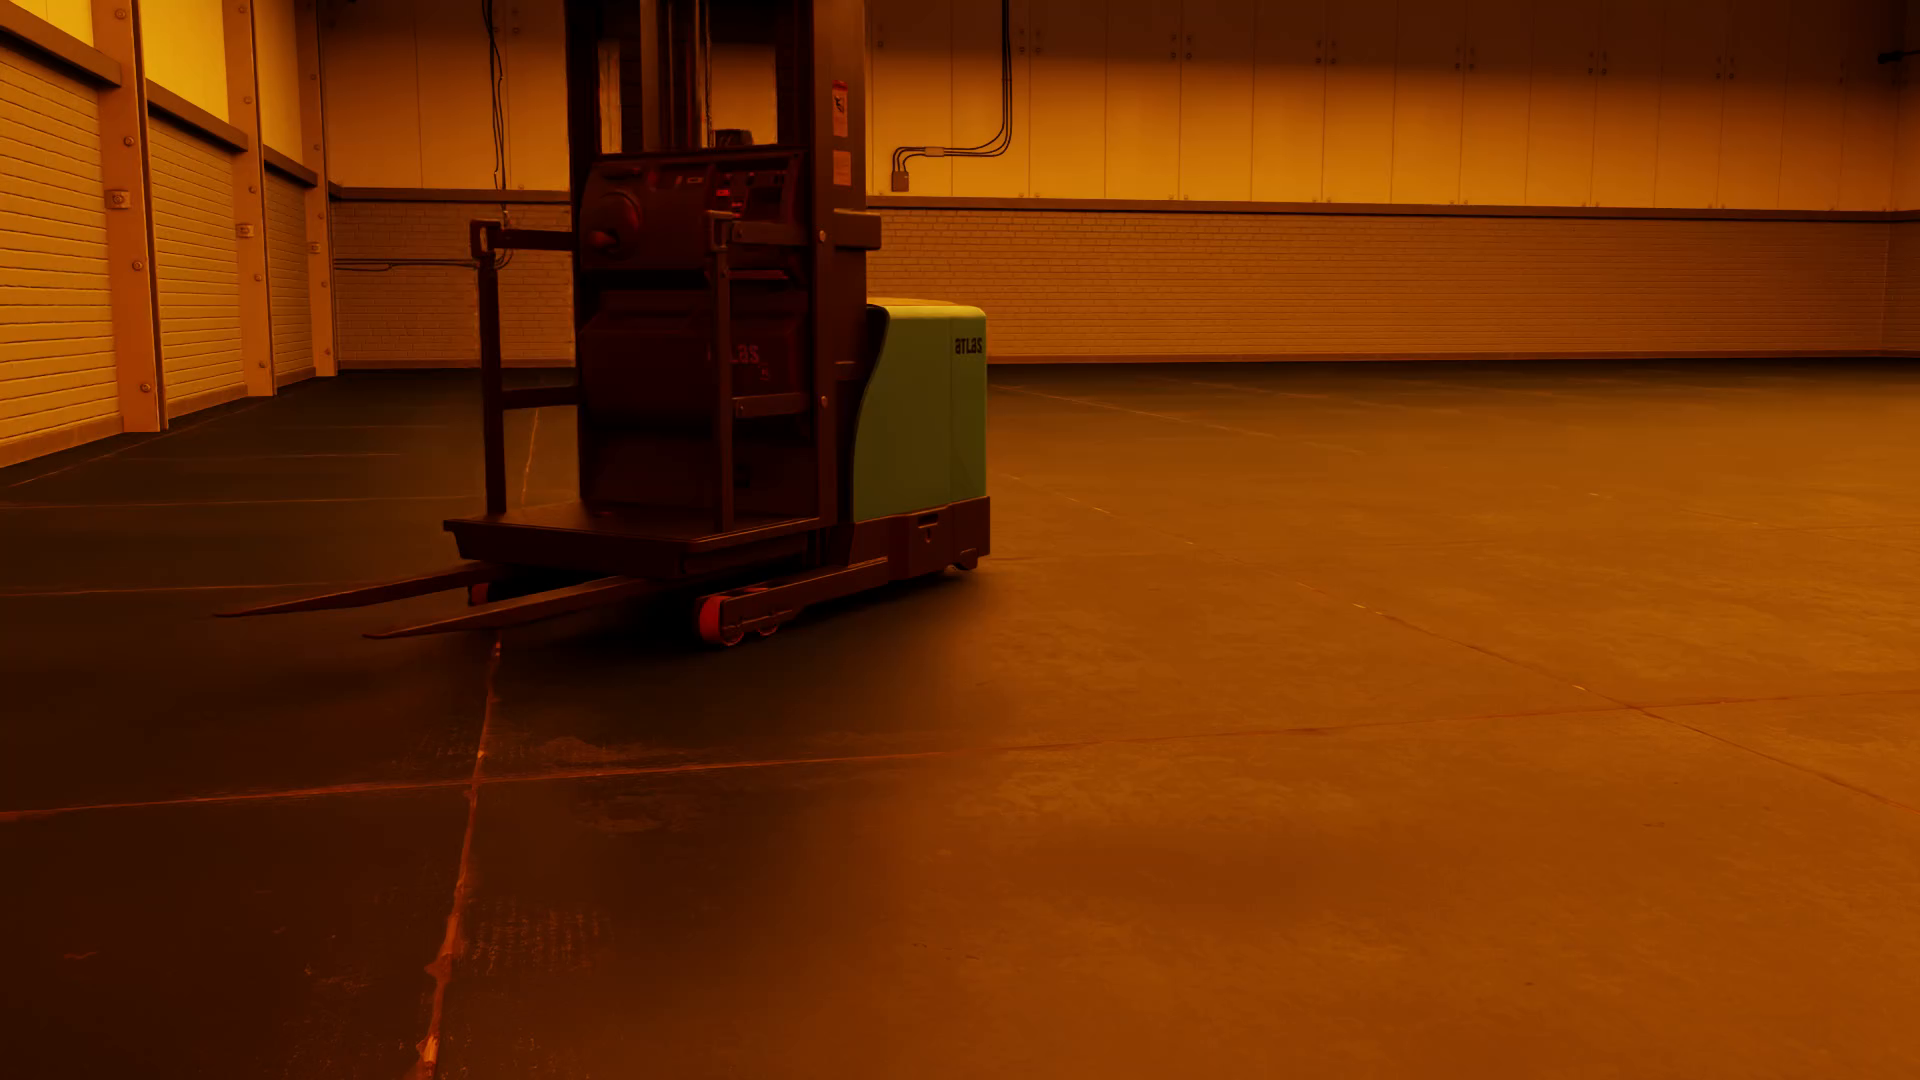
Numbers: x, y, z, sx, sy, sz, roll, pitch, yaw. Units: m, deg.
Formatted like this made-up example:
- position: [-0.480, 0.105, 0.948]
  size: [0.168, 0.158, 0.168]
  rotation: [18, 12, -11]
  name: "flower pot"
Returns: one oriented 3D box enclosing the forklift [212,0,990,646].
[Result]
- position: [-1.047, -1.185, 5.599]
  size: [1.130, 2.935, 3.031]
  rotation: [5, 9, 29]
  name: "forklift"
